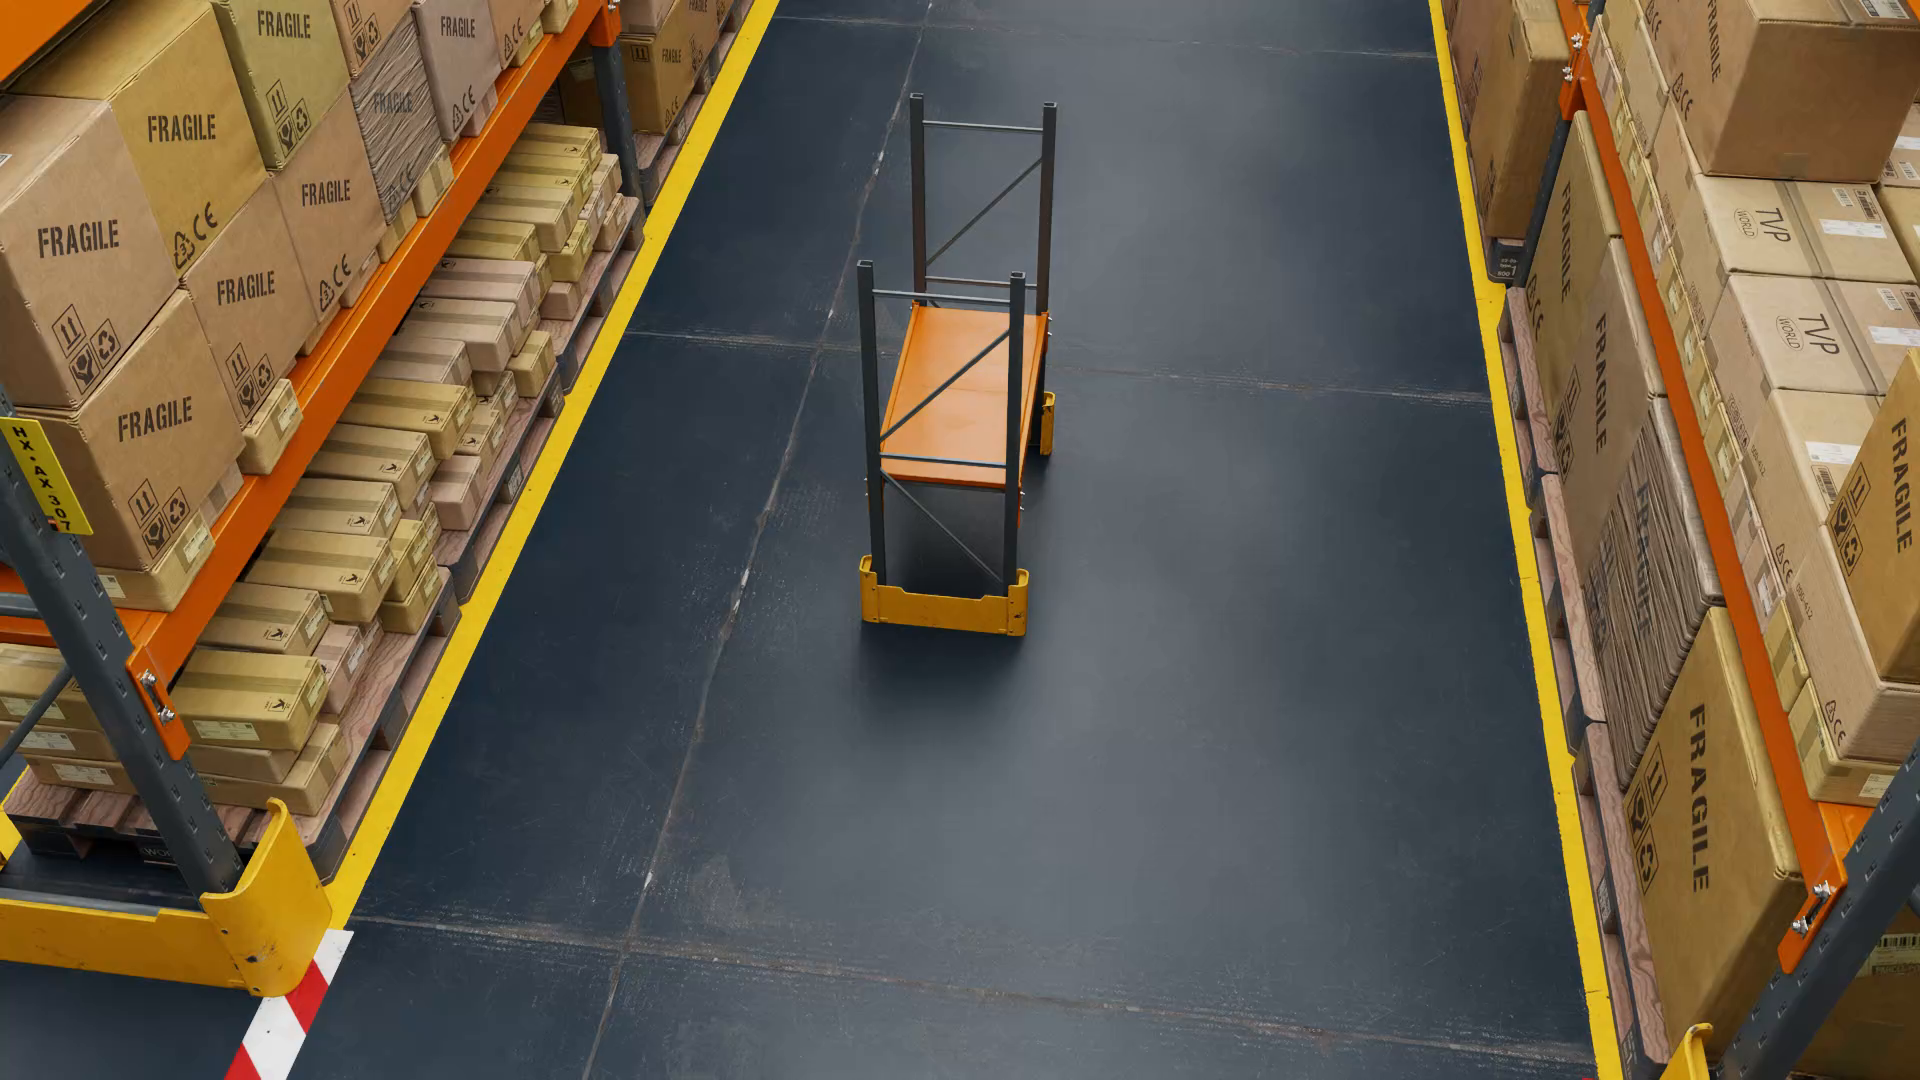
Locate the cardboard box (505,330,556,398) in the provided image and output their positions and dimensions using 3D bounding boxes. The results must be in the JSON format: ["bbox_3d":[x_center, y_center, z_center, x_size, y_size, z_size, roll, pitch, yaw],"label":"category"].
[{"bbox_3d":[-1.831,-0.709,6.585,0.380,0.149,0.250,5,44,5],"label":"cardboard box"}]

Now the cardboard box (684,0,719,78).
[{"bbox_3d":[-1.552,-2.680,8.412,0.500,0.500,0.500,7,44,7],"label":"cardboard box"}]

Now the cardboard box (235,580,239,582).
[{"bbox_3d":[-2.573,0.110,5.721,0.380,0.149,0.250,6,44,6],"label":"cardboard box"}]

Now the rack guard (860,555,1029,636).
[{"bbox_3d":[-0.056,0.197,5.860,0.587,0.250,0.087,5,44,6],"label":"rack guard"}]

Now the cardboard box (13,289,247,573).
[{"bbox_3d":[-2.176,-0.294,4.090,0.500,0.500,0.500,7,44,7],"label":"cardboard box"}]

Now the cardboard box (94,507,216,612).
[{"bbox_3d":[-2.142,0.031,4.218,0.380,0.149,0.250,5,44,5],"label":"cardboard box"}]

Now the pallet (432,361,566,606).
[{"bbox_3d":[-2.193,-0.288,6.401,1.003,0.211,1.213,5,44,6],"label":"pallet"}]

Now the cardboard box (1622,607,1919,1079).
[{"bbox_3d":[2.399,0.826,4.436,0.875,0.875,0.875,5,44,6],"label":"cardboard box"}]

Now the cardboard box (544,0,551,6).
[{"bbox_3d":[-1.764,-2.384,6.297,0.500,0.500,0.500,5,44,6],"label":"cardboard box"}]

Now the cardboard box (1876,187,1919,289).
[{"bbox_3d":[2.921,-0.759,4.762,0.500,0.250,0.500,4,44,5],"label":"cardboard box"}]

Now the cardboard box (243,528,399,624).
[{"bbox_3d":[-2.026,0.112,5.285,0.380,0.149,0.250,5,44,5],"label":"cardboard box"}]

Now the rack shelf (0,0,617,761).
[{"bbox_3d":[-2.245,-0.971,5.617,1.077,0.370,4.000,5,44,6],"label":"rack shelf"}]

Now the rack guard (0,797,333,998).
[{"bbox_3d":[-2.499,0.987,4.844,1.175,0.500,0.348,5,44,6],"label":"rack guard"}]

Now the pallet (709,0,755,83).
[{"bbox_3d":[-1.720,-2.947,9.209,1.003,0.211,1.213,5,44,6],"label":"pallet"}]

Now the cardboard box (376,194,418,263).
[{"bbox_3d":[-1.986,-1.037,5.346,0.380,0.149,0.250,7,44,7],"label":"cardboard box"}]

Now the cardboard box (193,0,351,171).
[{"bbox_3d":[-2.036,-1.355,4.484,0.500,0.500,0.500,4,44,5],"label":"cardboard box"}]

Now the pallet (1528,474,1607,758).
[{"bbox_3d":[2.586,0.282,5.799,1.003,0.211,1.213,5,44,6],"label":"pallet"}]

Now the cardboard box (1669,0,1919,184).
[{"bbox_3d":[2.469,-1.408,4.903,0.500,0.500,0.500,4,44,4],"label":"cardboard box"}]

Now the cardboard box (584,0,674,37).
[{"bbox_3d":[-1.621,-2.592,7.773,0.500,0.250,0.500,3,44,4],"label":"cardboard box"}]

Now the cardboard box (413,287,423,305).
[{"bbox_3d":[-2.325,-1.069,6.749,0.380,0.149,0.250,3,44,3],"label":"cardboard box"}]

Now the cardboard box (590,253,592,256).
[{"bbox_3d":[-1.812,-1.245,7.151,0.380,0.149,0.250,6,44,7],"label":"cardboard box"}]

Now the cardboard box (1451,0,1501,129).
[{"bbox_3d":[3.105,-2.504,7.952,1.225,0.875,0.875,4,44,4],"label":"cardboard box"}]

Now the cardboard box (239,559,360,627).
[{"bbox_3d":[-2.149,0.215,5.393,0.380,0.149,0.250,6,44,6],"label":"cardboard box"}]

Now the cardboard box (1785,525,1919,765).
[{"bbox_3d":[2.195,0.242,3.705,0.500,0.250,0.500,5,44,5],"label":"cardboard box"}]

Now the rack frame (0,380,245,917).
[{"bbox_3d":[-2.509,0.131,3.930,1.000,3.000,0.127,5,44,6],"label":"rack frame"}]

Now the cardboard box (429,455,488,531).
[{"bbox_3d":[-1.942,-0.179,6.025,0.380,0.149,0.250,3,44,3],"label":"cardboard box"}]

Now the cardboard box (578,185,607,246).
[{"bbox_3d":[-1.730,-1.392,7.090,0.380,0.149,0.250,3,44,4],"label":"cardboard box"}]

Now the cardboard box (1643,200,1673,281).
[{"bbox_3d":[2.383,-0.930,5.233,0.380,0.149,0.250,6,44,6],"label":"cardboard box"}]

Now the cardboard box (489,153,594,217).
[{"bbox_3d":[-1.764,-1.485,6.972,0.380,0.149,0.250,6,44,6],"label":"cardboard box"}]

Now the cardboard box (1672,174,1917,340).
[{"bbox_3d":[2.394,-0.805,4.812,0.500,0.250,0.500,5,44,6],"label":"cardboard box"}]

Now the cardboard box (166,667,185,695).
[{"bbox_3d":[-2.635,0.346,5.254,0.380,0.149,0.250,4,44,5],"label":"cardboard box"}]

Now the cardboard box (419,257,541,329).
[{"bbox_3d":[-1.846,-0.952,6.409,0.380,0.149,0.250,3,44,3],"label":"cardboard box"}]

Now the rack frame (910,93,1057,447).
[{"bbox_3d":[0.078,-0.949,6.162,0.500,1.500,0.032,5,44,6],"label":"rack frame"}]

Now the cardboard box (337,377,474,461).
[{"bbox_3d":[-1.949,-0.428,5.855,0.380,0.149,0.250,6,44,6],"label":"cardboard box"}]

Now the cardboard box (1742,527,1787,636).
[{"bbox_3d":[2.182,0.120,4.124,0.380,0.149,0.250,5,44,6],"label":"cardboard box"}]

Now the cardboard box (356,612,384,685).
[{"bbox_3d":[-2.143,0.330,5.488,0.380,0.149,0.250,6,44,6],"label":"cardboard box"}]

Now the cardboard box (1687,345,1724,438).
[{"bbox_3d":[2.282,-0.404,4.678,0.380,0.149,0.250,5,44,6],"label":"cardboard box"}]

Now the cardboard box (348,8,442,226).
[{"bbox_3d":[-1.992,-1.342,5.197,0.500,0.500,0.500,4,44,4],"label":"cardboard box"}]

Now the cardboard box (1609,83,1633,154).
[{"bbox_3d":[2.485,-1.454,5.787,0.380,0.149,0.250,7,44,7],"label":"cardboard box"}]

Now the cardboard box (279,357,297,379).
[{"bbox_3d":[-2.162,-0.514,4.794,0.380,0.149,0.250,7,44,7],"label":"cardboard box"}]

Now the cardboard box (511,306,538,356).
[{"bbox_3d":[-1.893,-0.870,6.539,0.380,0.149,0.250,6,44,7],"label":"cardboard box"}]

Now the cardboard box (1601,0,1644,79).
[{"bbox_3d":[2.601,-1.833,5.897,0.500,0.250,0.500,5,44,5],"label":"cardboard box"}]

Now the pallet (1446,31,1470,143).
[{"bbox_3d":[3.109,-2.430,8.662,1.003,0.211,1.213,5,44,6],"label":"pallet"}]

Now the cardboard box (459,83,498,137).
[{"bbox_3d":[-1.872,-1.565,5.904,0.380,0.149,0.250,4,44,4],"label":"cardboard box"}]

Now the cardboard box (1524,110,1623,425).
[{"bbox_3d":[2.756,-1.014,6.379,0.875,0.875,0.875,5,44,6],"label":"cardboard box"}]

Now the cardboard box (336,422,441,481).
[{"bbox_3d":[-2.072,-0.328,5.966,0.380,0.149,0.250,7,44,8],"label":"cardboard box"}]

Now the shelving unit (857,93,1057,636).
[{"bbox_3d":[0.010,-0.597,5.789,0.587,1.500,1.083,5,44,6],"label":"shelving unit"}]
